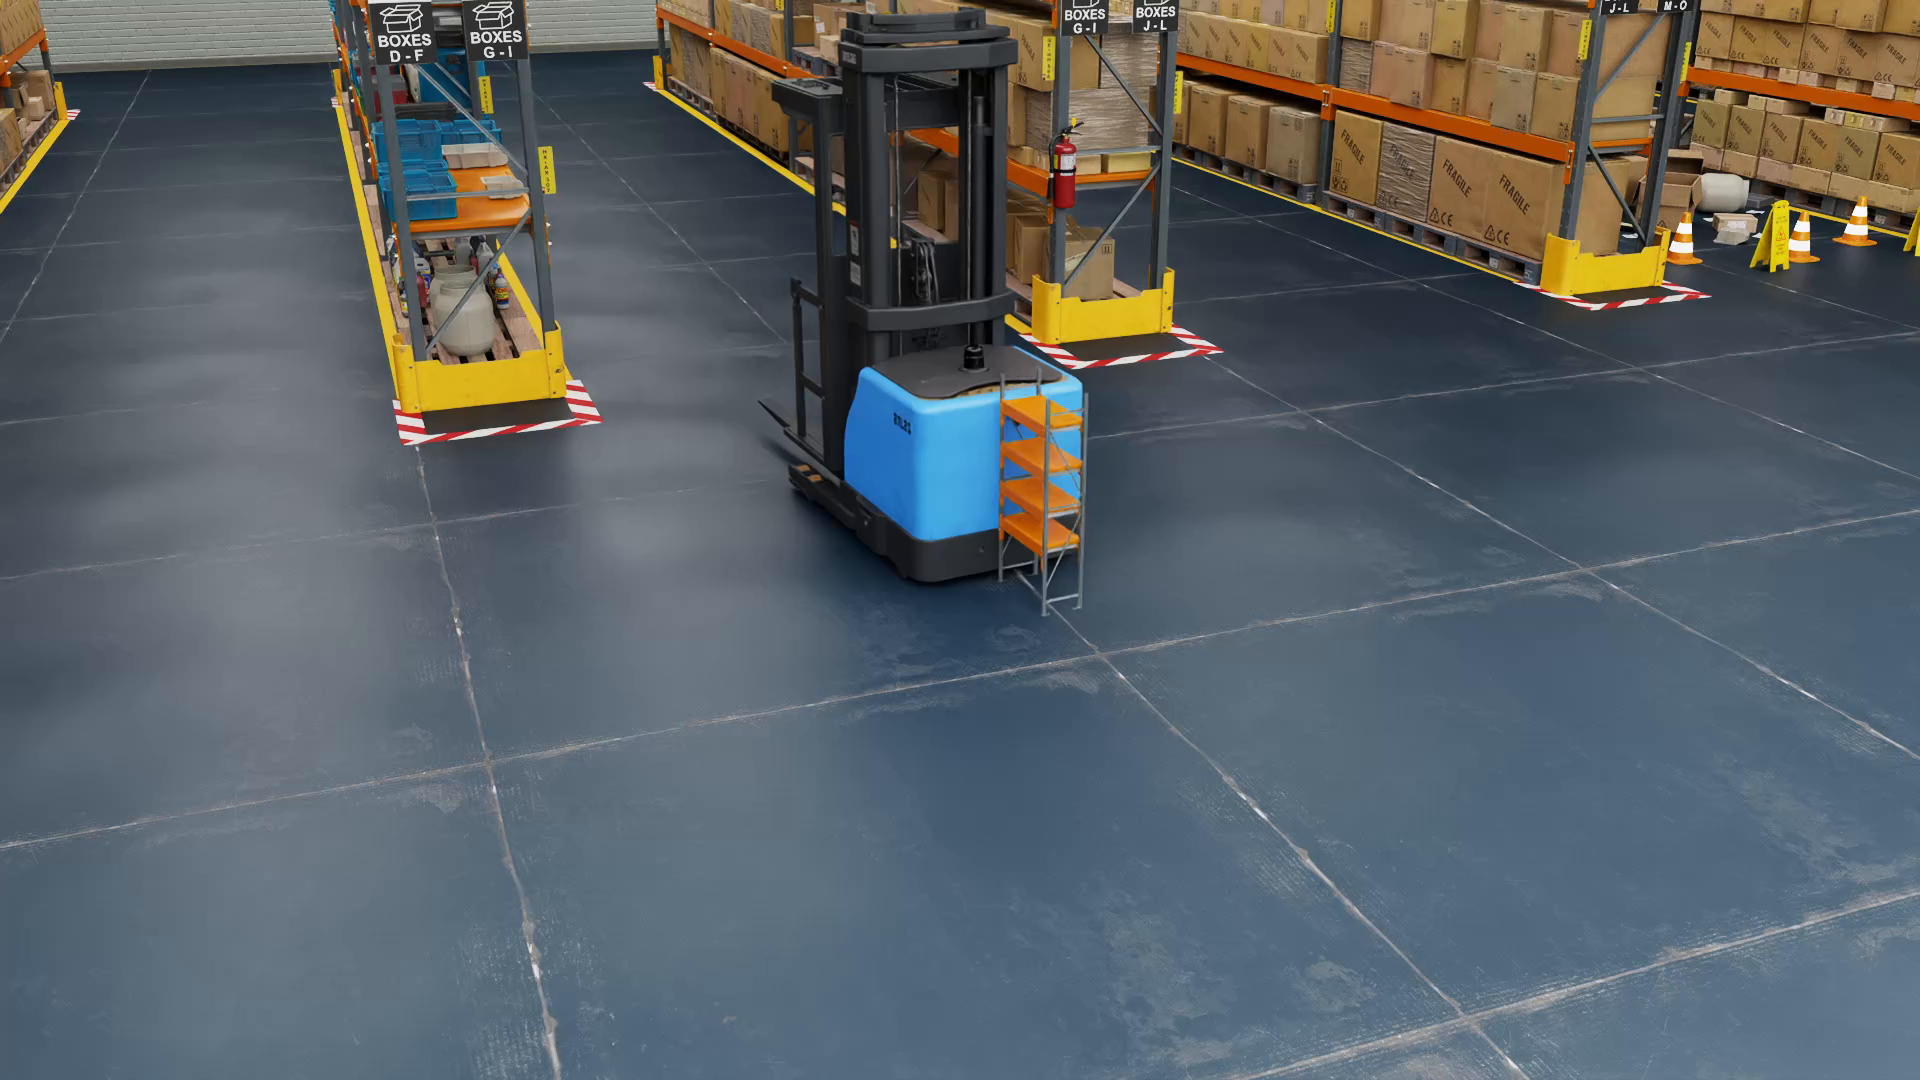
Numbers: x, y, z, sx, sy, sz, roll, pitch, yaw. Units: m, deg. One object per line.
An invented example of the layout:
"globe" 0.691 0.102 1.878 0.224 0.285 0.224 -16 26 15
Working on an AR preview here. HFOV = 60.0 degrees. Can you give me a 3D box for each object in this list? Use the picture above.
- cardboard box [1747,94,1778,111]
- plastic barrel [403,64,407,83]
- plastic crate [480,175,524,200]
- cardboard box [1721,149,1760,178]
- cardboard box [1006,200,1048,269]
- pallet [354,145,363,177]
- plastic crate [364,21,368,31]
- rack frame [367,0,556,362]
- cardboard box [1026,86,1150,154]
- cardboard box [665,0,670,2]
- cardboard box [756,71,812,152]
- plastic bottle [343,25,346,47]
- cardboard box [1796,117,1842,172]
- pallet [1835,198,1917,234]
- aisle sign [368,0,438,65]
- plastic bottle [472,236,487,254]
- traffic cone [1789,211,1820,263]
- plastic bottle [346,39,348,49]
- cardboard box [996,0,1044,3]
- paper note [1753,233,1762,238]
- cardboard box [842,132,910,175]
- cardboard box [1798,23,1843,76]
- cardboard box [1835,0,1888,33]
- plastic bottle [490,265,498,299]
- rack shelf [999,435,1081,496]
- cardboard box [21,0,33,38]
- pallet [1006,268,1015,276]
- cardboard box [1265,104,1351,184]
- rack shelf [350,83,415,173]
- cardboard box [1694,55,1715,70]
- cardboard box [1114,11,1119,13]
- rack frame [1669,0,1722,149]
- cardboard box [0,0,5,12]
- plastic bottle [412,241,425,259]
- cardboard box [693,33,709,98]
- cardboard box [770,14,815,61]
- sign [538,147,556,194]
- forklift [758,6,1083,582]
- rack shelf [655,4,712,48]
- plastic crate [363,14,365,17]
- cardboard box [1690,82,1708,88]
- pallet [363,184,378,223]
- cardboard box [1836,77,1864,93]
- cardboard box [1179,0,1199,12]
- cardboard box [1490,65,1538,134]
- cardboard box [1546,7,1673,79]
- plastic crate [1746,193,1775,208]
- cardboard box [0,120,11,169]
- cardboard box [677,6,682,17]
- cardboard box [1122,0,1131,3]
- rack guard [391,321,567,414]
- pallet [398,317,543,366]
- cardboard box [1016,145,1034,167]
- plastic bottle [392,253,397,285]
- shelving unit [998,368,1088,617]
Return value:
"cardboard box" 9.193 -4.973 18.885 0.380 0.149 0.250 -7 24 -17
"plastic barrel" -5.688 -5.015 17.642 0.421 0.512 0.421 0 23 0
"plastic crate" -3.441 -2.649 12.512 0.298 0.136 0.250 -8 24 -19
"cardboard box" 9.221 -4.376 19.270 0.500 0.250 0.500 -7 24 -16
"cardboard box" 0.556 -2.794 15.194 0.500 0.500 0.500 -6 24 -14
"pallet" -6.996 -4.746 20.739 1.003 0.211 1.213 -8 24 -19
"plastic crate" -8.311 -7.032 22.848 0.437 0.125 0.590 -8 24 -19
"rack frame" -3.426 -2.401 11.584 1.000 3.000 0.127 -8 24 -19
"cardboard box" 1.039 -3.467 13.602 0.875 0.500 0.500 -8 24 -19
"cardboard box" -4.337 -8.563 26.014 0.500 0.250 0.500 -9 24 -20
"cardboard box" -1.842 -5.455 21.026 1.225 0.875 0.875 -10 25 -21
"plastic bottle" -7.887 -6.467 21.382 0.061 0.283 0.133 -8 24 -19
"cardboard box" 9.593 -4.341 18.221 0.500 0.500 0.500 -9 24 -20
"pallet" 10.198 -3.483 17.742 1.003 0.211 1.213 -8 24 -19
"aisle sign" -3.678 -3.532 10.921 0.394 0.787 0.004 -8 24 -19
"plastic bottle" -4.274 -2.572 14.835 0.144 0.351 0.185 -10 25 -22
"traffic cone" 8.202 -2.975 16.212 0.336 0.463 0.334 -8 24 -19
"plastic bottle" -7.449 -6.063 20.432 0.152 0.276 0.135 -8 24 -19
"cardboard box" 0.565 -4.689 15.213 0.500 0.500 0.500 -8 24 -19
"paper note" 8.283 -3.142 17.166 0.148 0.019 0.142 -18 29 -37
"cardboard box" -0.948 -4.393 18.962 0.700 0.500 0.500 -6 24 -15
"cardboard box" 9.522 -5.334 18.032 0.500 0.500 0.500 -8 24 -18
"cardboard box" 9.646 -5.596 17.365 0.700 0.500 0.500 -9 24 -20
"plastic bottle" -3.896 -2.172 13.989 0.097 0.271 0.097 0 23 0
"rack shelf" 0.431 -0.397 8.745 0.258 0.148 0.480 -11 25 -24
"cardboard box" -12.943 -7.087 22.573 0.500 0.500 0.500 -8 24 -19
"pallet" 0.500 -2.566 15.566 1.003 0.211 1.213 -8 24 -19
"cardboard box" 4.167 -4.548 19.034 1.050 0.750 0.750 -8 24 -19
"rack shelf" -5.545 -4.249 16.896 1.077 0.370 4.000 -8 24 -19
"cardboard box" 8.877 -5.619 19.544 0.380 0.149 0.250 -8 24 -19
"cardboard box" 2.276 -7.009 22.300 0.380 0.149 0.250 -8 24 -18
"rack frame" 9.066 -5.894 19.871 1.000 3.000 0.127 -8 24 -19
"cardboard box" -12.203 -6.799 20.604 0.500 0.500 0.500 -8 24 -18
"plastic bottle" -4.807 -2.506 14.678 0.144 0.351 0.185 -8 24 -19
"cardboard box" -3.507 -7.233 25.244 0.875 0.875 0.875 -8 24 -19
"cardboard box" -2.024 -6.179 20.419 0.500 0.500 0.500 -8 24 -17
"sign" -2.909 -2.602 11.706 0.100 0.325 0.005 -8 24 -19
"forklift" -0.423 -1.658 9.910 1.130 2.935 3.031 -11 25 -24
"rack shelf" -3.738 -7.836 25.405 1.077 0.370 4.000 -8 24 -19
"plastic crate" -8.785 -8.162 25.131 0.616 0.435 0.499 -8 24 -19
"cardboard box" 11.778 -7.378 26.072 0.500 0.500 0.500 -9 24 -20
"pallet" -6.014 -3.736 18.342 1.003 0.211 1.213 -8 24 -19
"cardboard box" 9.630 -4.886 17.804 0.380 0.149 0.250 -9 24 -20
"cardboard box" 3.207 -6.973 21.017 0.700 0.500 0.500 -8 24 -19
"cardboard box" 5.496 -4.119 15.467 0.875 0.550 0.550 -8 24 -19
"cardboard box" 5.789 -4.431 14.818 0.875 0.550 0.550 -8 24 -19
"plastic crate" 8.854 -3.865 18.818 0.402 0.080 0.583 -18 29 -37
"cardboard box" -11.514 -4.631 19.527 0.500 0.500 0.500 -8 24 -18
"cardboard box" -4.083 -8.045 25.300 0.380 0.149 0.250 -9 24 -20
"cardboard box" 2.369 -7.190 21.963 0.380 0.149 0.250 -9 24 -20
"rack guard" -3.496 -1.270 12.120 1.175 0.500 0.348 -8 24 -19
"pallet" -3.778 -1.433 12.878 1.003 0.211 1.213 -8 24 -19
"cardboard box" 0.690 -3.215 13.838 0.380 0.149 0.250 -8 24 -19
"plastic bottle" -4.856 -2.321 14.325 0.061 0.283 0.133 -7 24 -17
"shelving unit" 0.431 -0.253 8.806 0.258 1.200 0.503 -11 25 -24
